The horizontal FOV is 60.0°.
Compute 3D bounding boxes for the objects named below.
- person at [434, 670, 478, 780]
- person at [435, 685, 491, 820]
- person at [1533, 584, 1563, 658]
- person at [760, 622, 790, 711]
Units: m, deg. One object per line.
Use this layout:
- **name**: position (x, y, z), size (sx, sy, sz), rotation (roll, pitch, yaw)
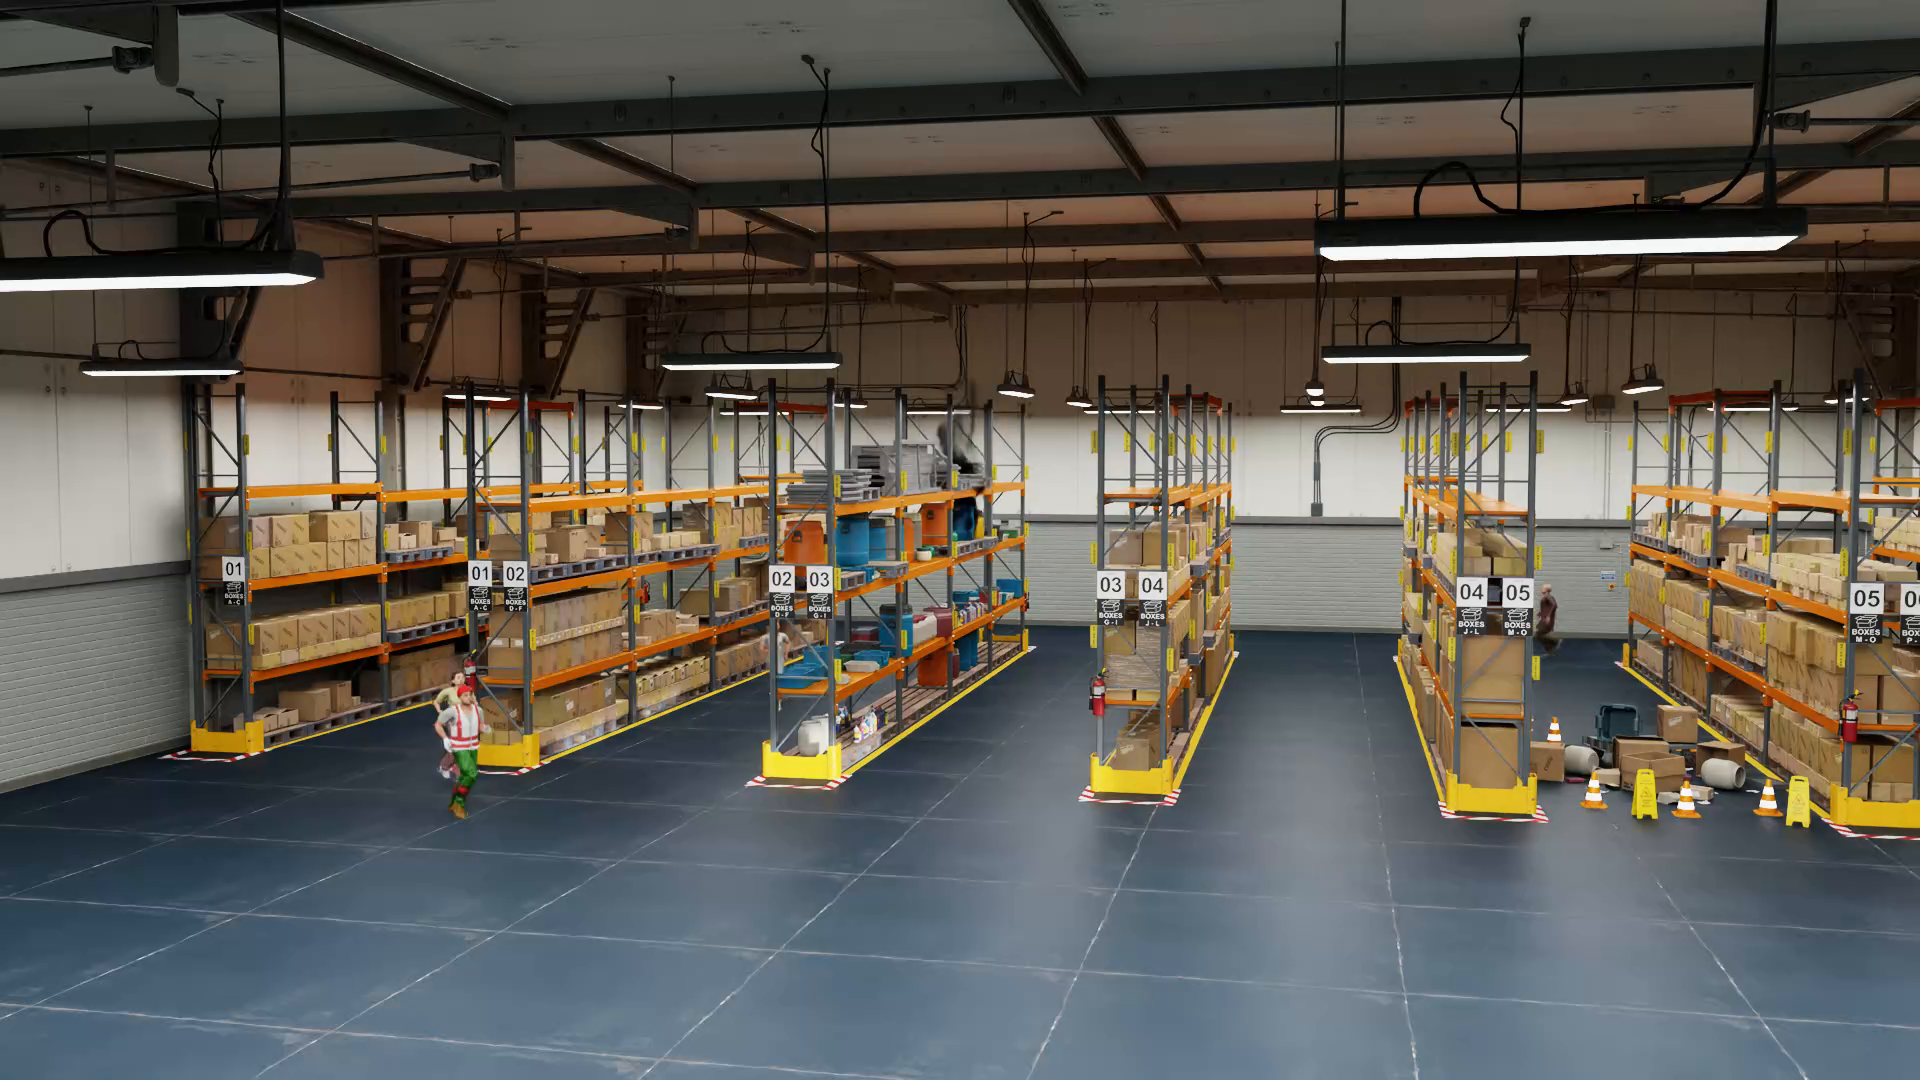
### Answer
- **person**: position (-7.402, 2.750, 24.524), size (0.875, 1.689, 0.584), rotation (3, 4, 43)
- **person**: position (-6.619, 2.844, 22.349), size (0.706, 1.803, 0.620), rotation (2, 4, 35)
- **person**: position (13.780, 1.911, 39.041), size (0.711, 1.744, 0.738), rotation (1, 3, 18)
- **person**: position (-3.523, 2.360, 31.623), size (0.552, 1.710, 0.774), rotation (0, 3, 0)
